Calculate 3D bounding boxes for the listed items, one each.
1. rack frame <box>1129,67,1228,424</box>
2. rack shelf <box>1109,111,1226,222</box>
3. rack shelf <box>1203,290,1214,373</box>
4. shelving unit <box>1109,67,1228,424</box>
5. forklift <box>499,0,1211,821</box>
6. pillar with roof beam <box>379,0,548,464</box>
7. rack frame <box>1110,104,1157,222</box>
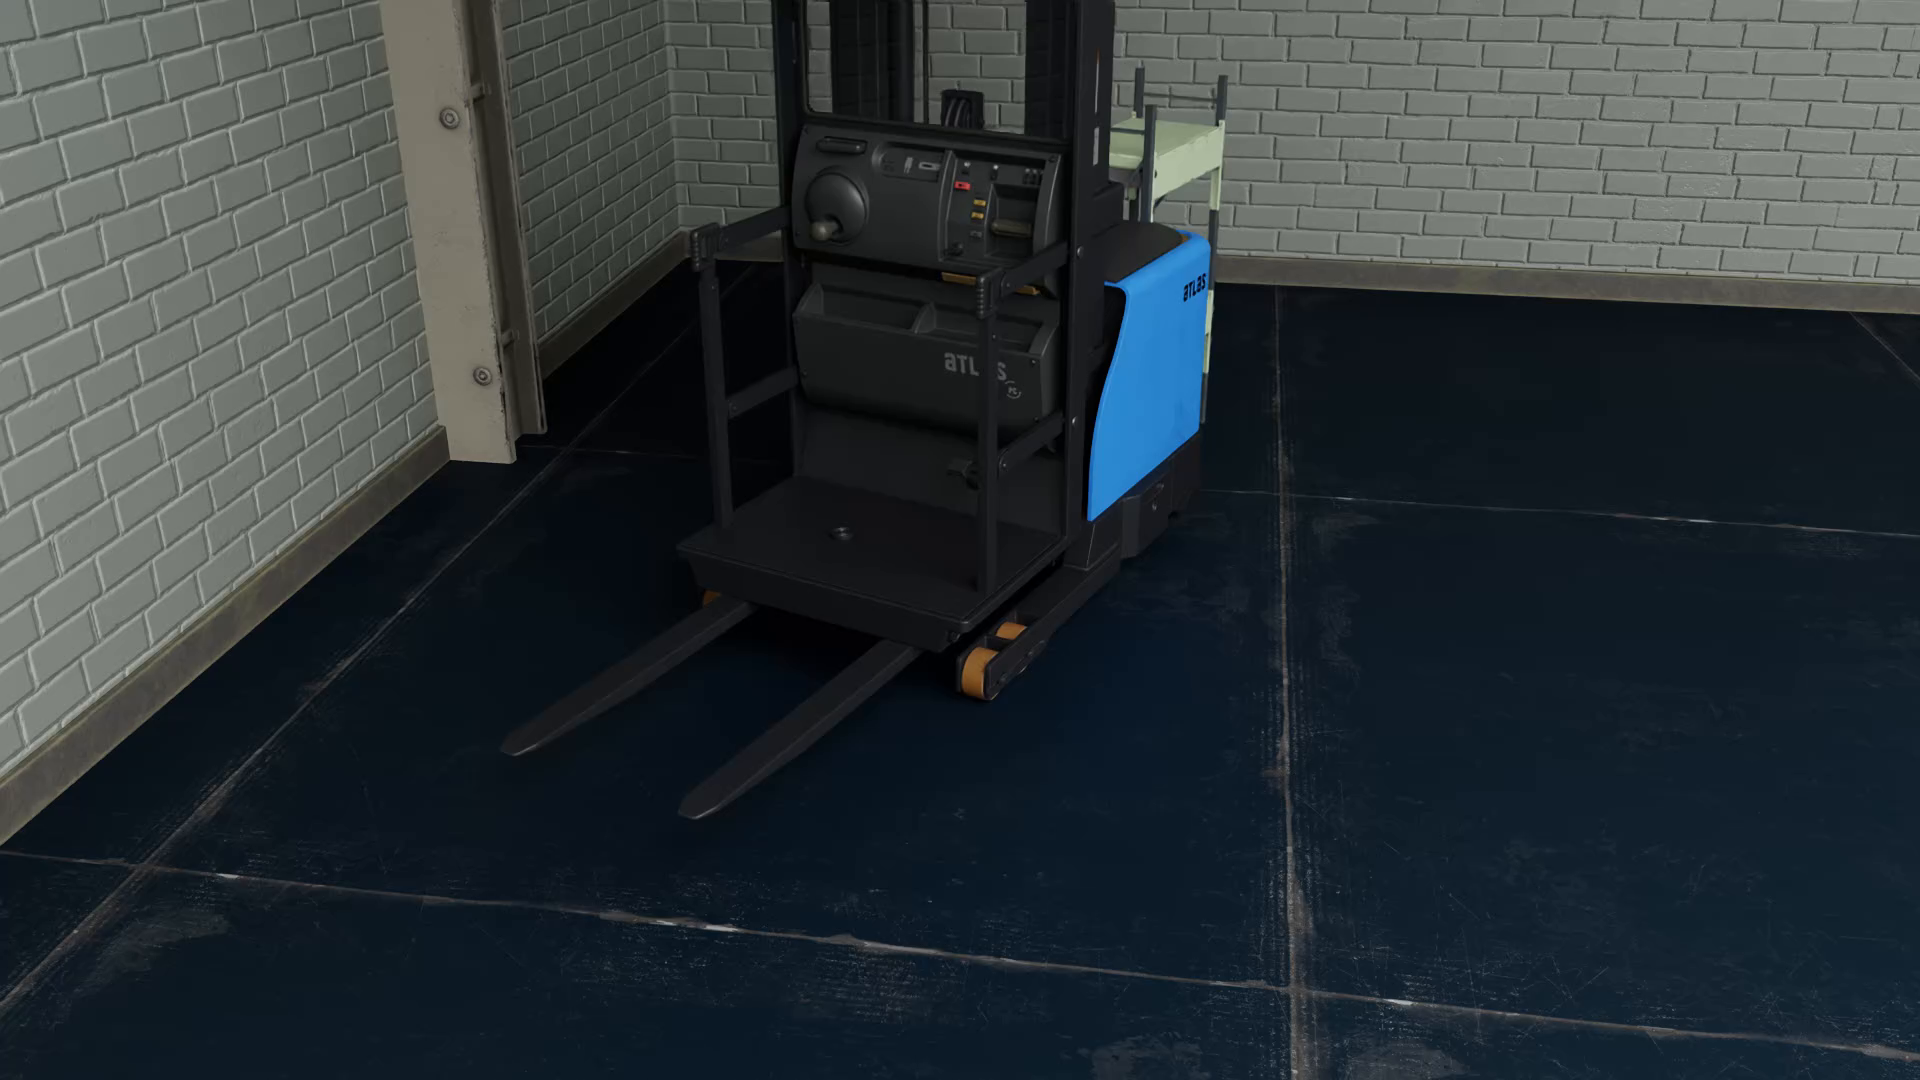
[{"bbox_3d":[0.906,-1.238,7.125,0.400,1.500,0.023,13,28,26],"label":"rack frame"},{"bbox_3d":[0.727,-1.456,6.671,0.431,0.370,0.720,13,28,26],"label":"rack shelf"},{"bbox_3d":[0.727,-0.807,6.974,0.431,0.370,0.720,13,28,26],"label":"rack shelf"},{"bbox_3d":[0.727,-1.102,6.836,0.431,1.500,0.755,13,28,26],"label":"shelving unit"},{"bbox_3d":[-0.221,-1.047,5.028,1.130,2.935,3.031,13,28,26],"label":"forklift"},{"bbox_3d":[2.259,-4.189,4.584,9.100,9.000,0.400,4,25,9],"label":"pillar with roof beam"},{"bbox_3d":[0.547,-0.967,6.547,0.400,1.500,0.023,13,28,26],"label":"rack frame"}]
